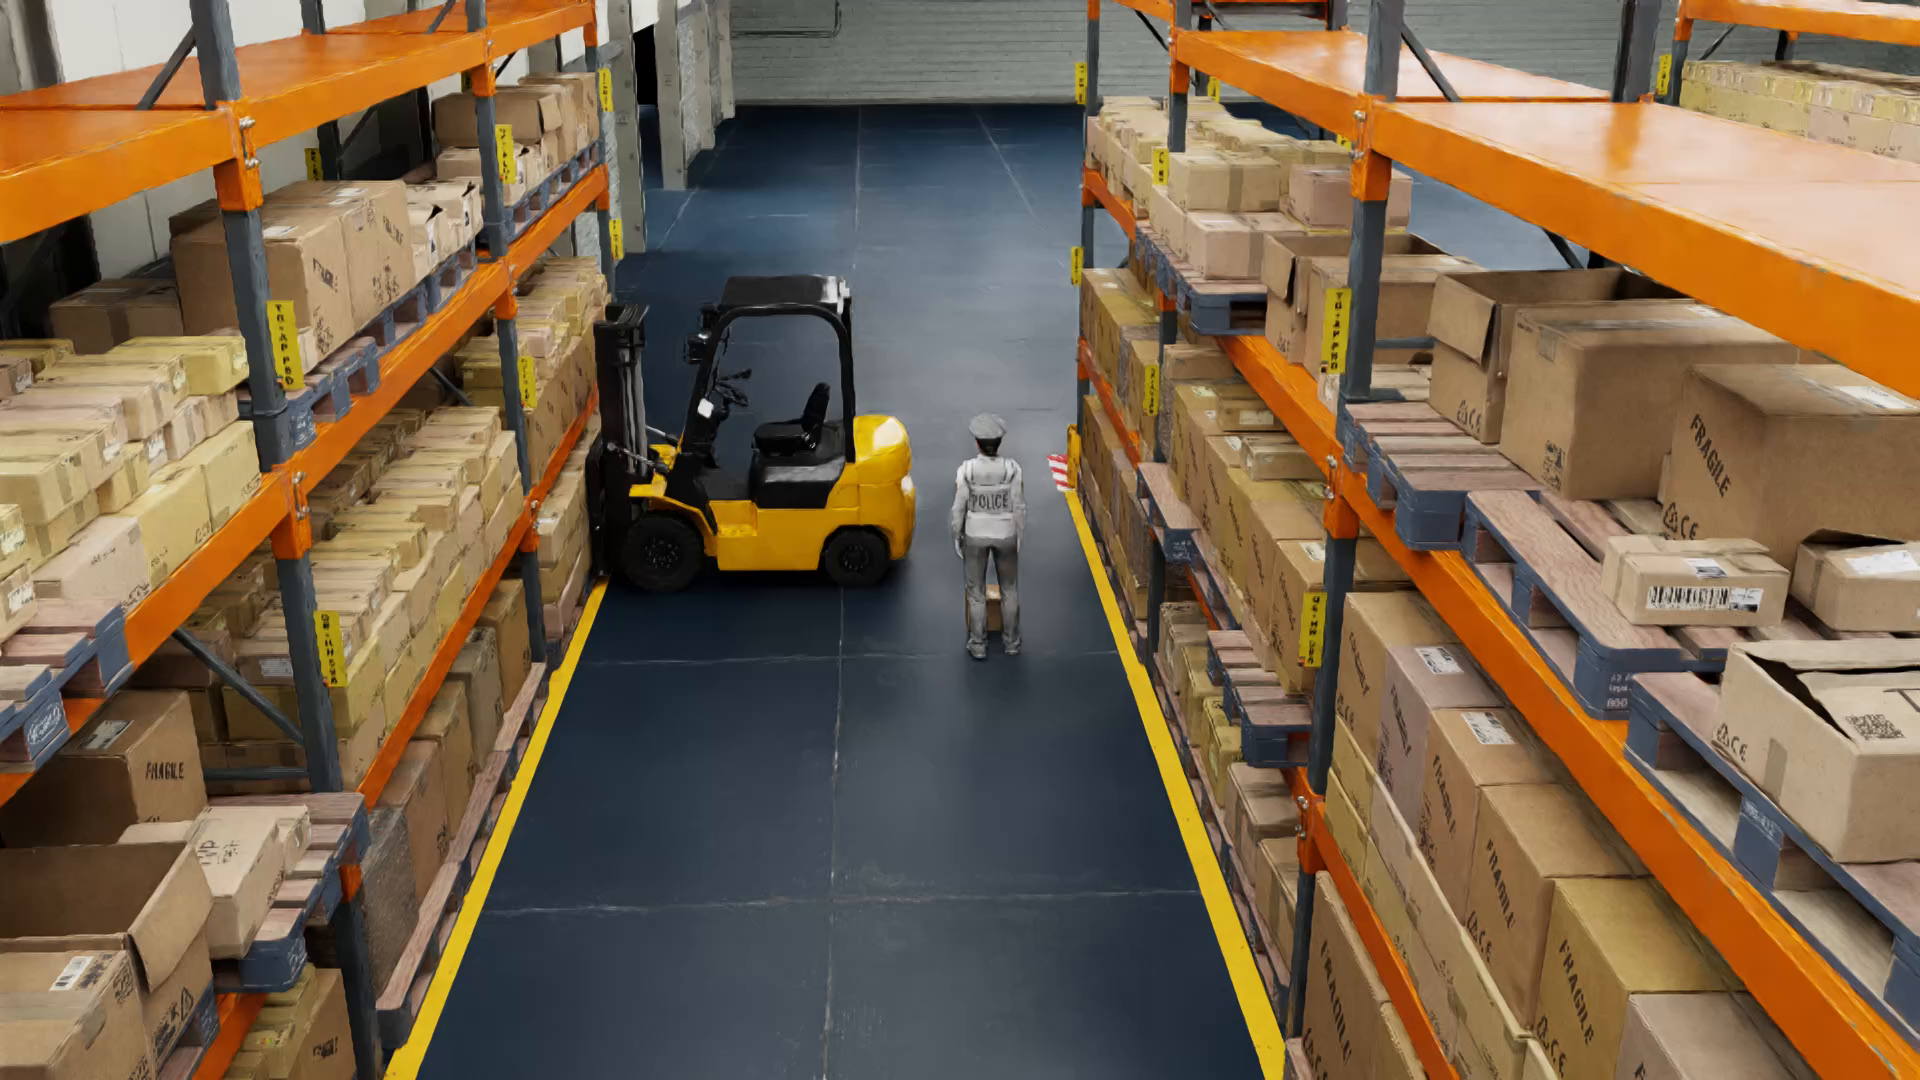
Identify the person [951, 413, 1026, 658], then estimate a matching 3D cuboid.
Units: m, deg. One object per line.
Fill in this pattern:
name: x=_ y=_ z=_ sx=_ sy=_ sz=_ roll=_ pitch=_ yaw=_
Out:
person: x=0.185 y=-0.027 z=11.110 sx=0.494 sy=1.691 sz=0.385 roll=-1 pitch=21 yaw=-2
